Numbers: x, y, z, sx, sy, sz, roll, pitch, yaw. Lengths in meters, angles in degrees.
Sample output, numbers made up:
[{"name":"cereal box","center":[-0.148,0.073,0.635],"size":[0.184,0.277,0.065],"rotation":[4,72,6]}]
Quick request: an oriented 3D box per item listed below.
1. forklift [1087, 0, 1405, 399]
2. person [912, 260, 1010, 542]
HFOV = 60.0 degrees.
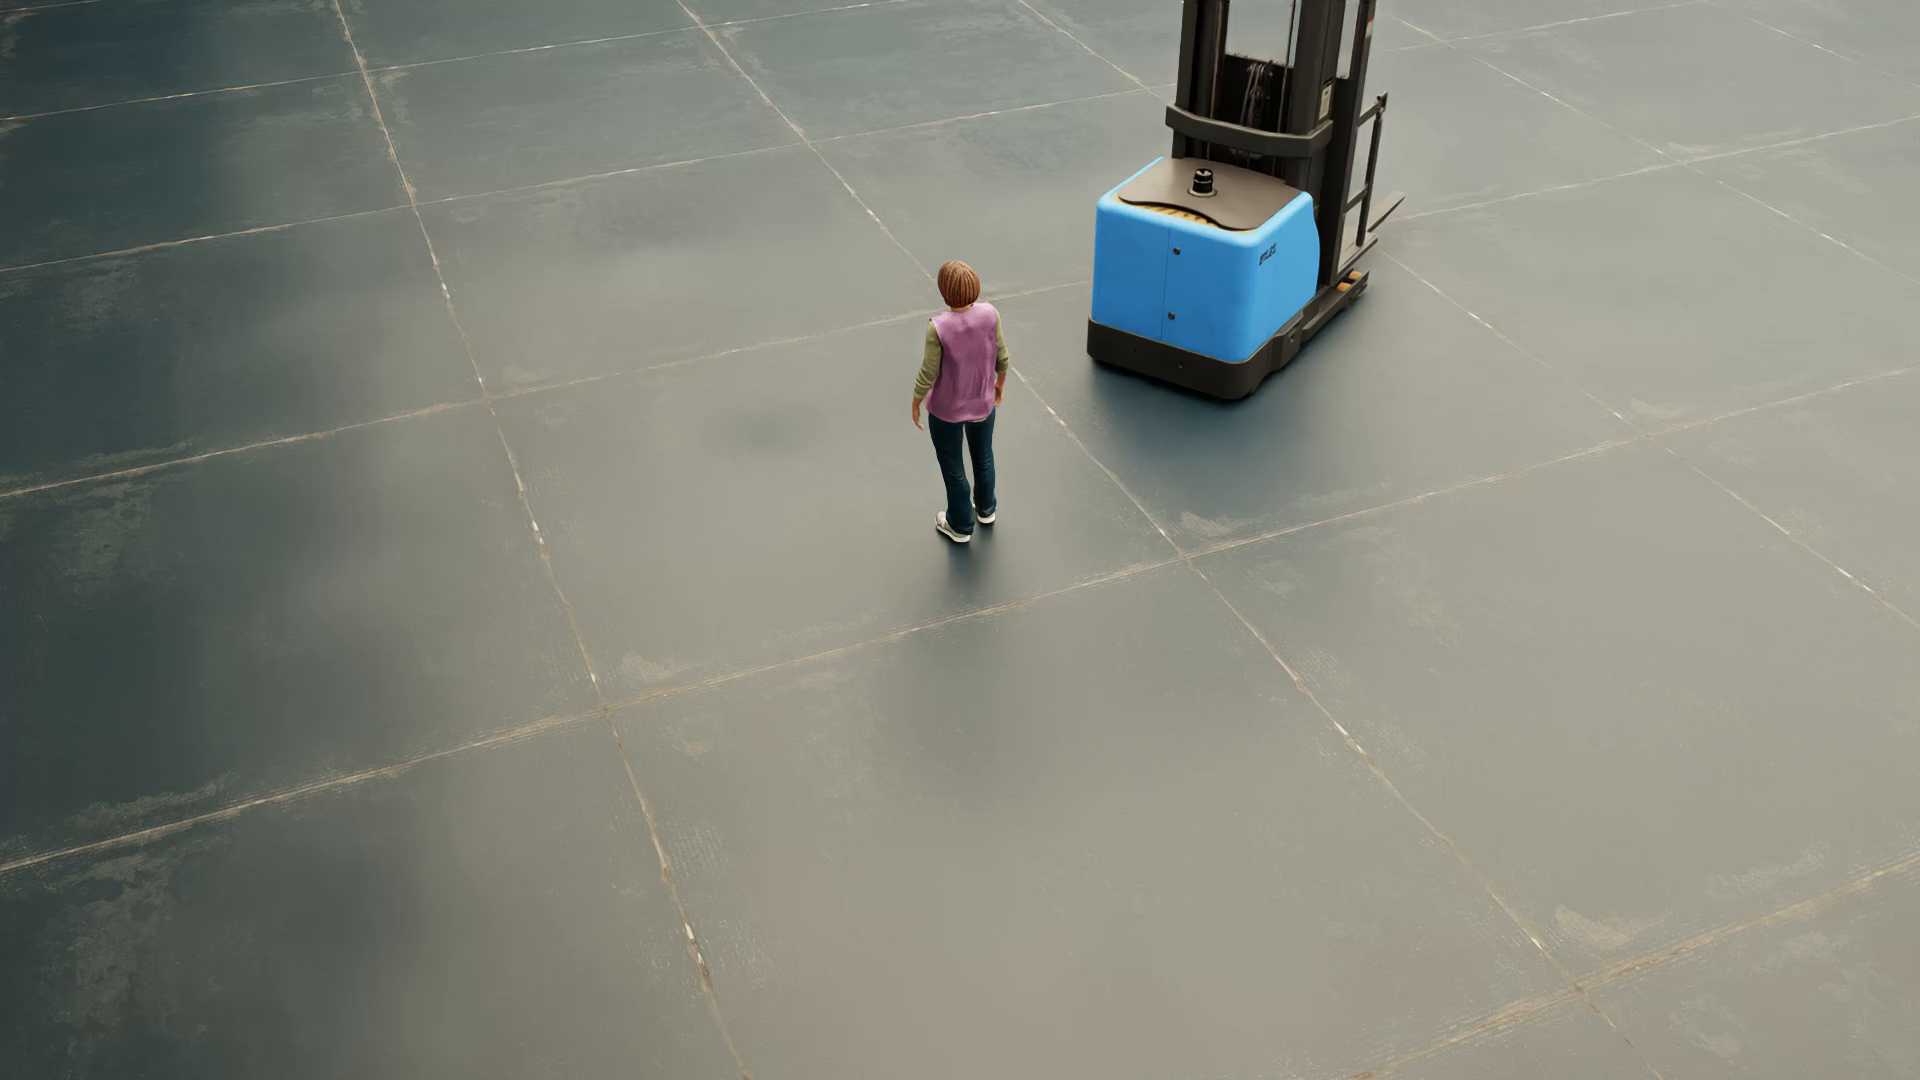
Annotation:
[{"name":"forklift","center":[2.007,-2.826,10.072],"size":[1.130,2.935,3.031],"rotation":[21,41,27]},{"name":"person","center":[-0.016,-0.700,8.221],"size":[0.520,1.599,0.473],"rotation":[-14,38,-19]}]
